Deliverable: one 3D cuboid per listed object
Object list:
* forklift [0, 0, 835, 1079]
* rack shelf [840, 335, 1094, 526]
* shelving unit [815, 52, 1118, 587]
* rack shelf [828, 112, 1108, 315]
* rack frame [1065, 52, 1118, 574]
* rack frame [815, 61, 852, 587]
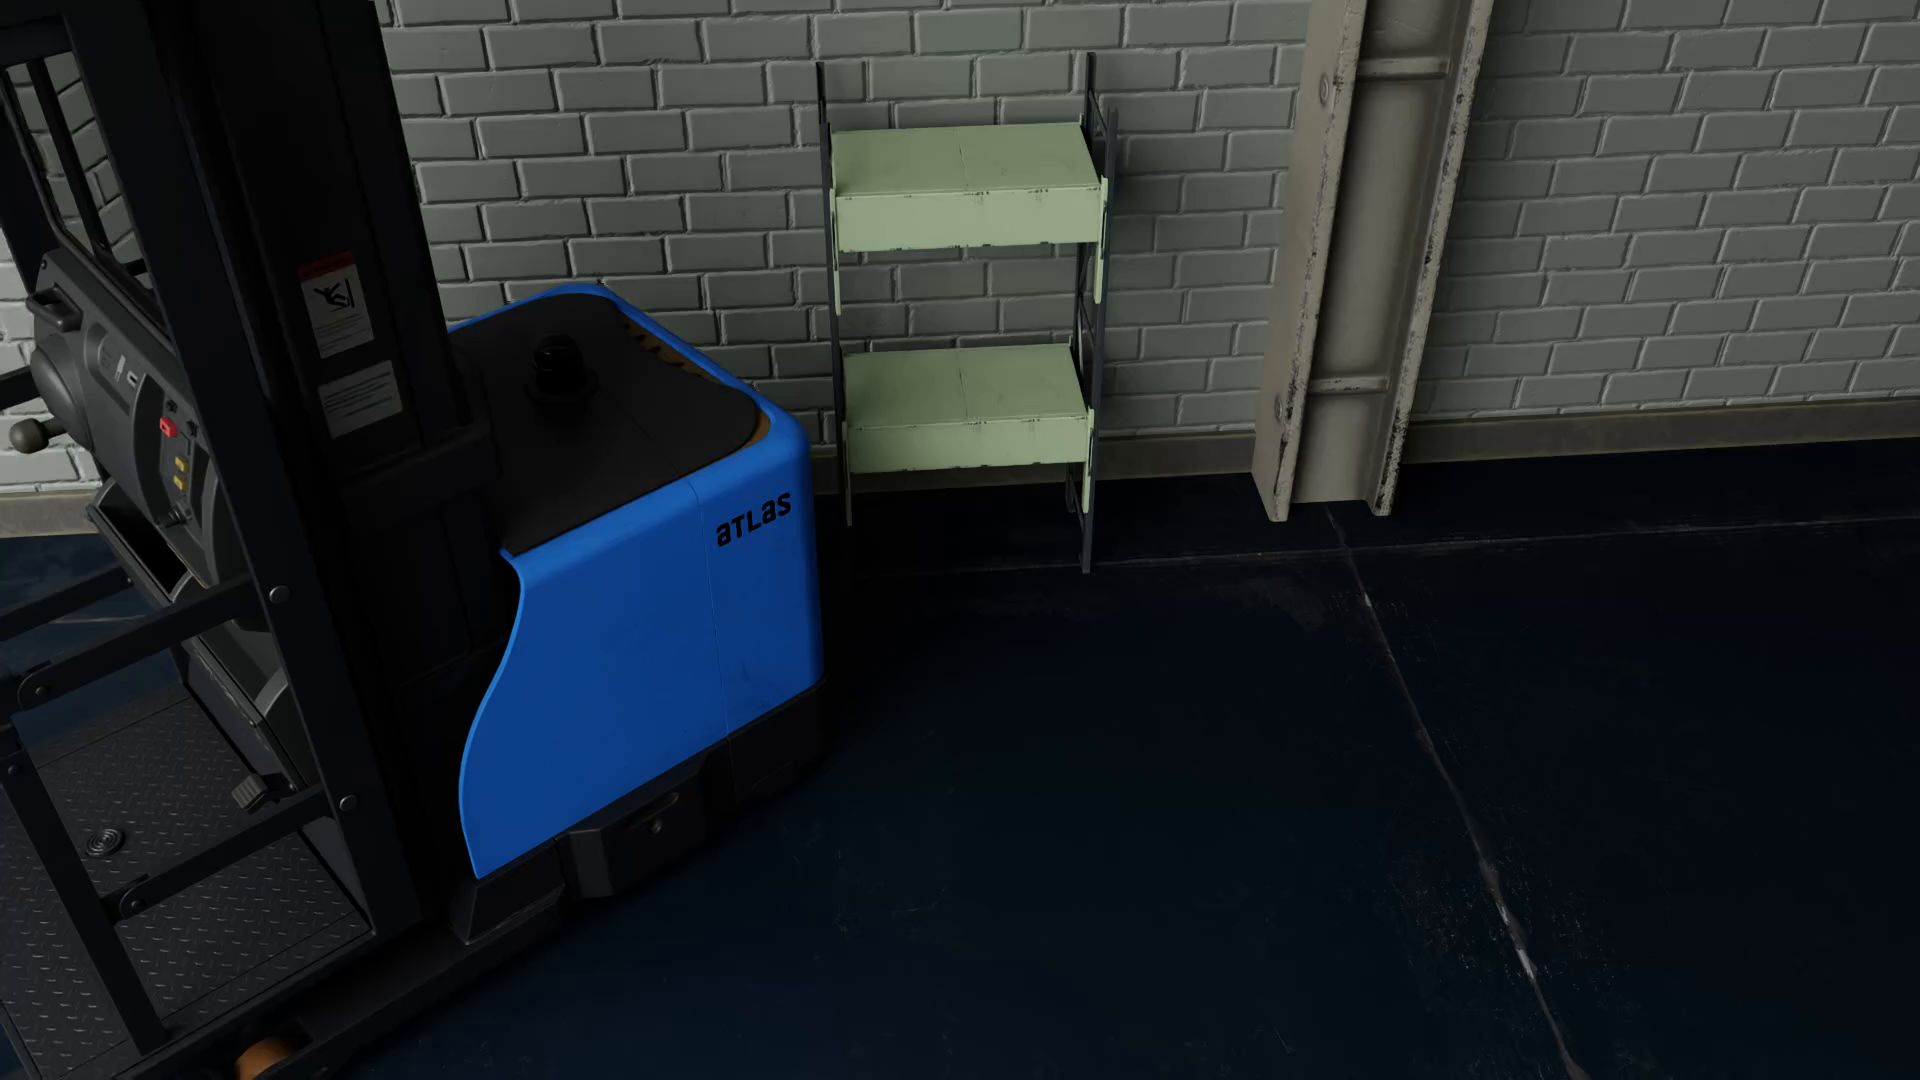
[{"bbox_3d":[-1.771,-0.184,3.117,3.031,2.935,1.130,-29,47,-32],"label":"forklift"},{"bbox_3d":[0.007,-0.333,4.988,0.720,0.370,0.431,-3,38,-4],"label":"rack shelf"},{"bbox_3d":[0.007,-0.589,4.786,0.755,1.500,0.431,-3,38,-4],"label":"shelving unit"},{"bbox_3d":[0.007,-0.896,4.544,0.720,0.370,0.431,-3,38,-4],"label":"rack shelf"},{"bbox_3d":[0.371,-0.609,4.811,0.023,1.500,0.400,-3,38,-4],"label":"rack frame"},{"bbox_3d":[-0.358,-0.569,4.760,0.023,1.500,0.400,-3,38,-4],"label":"rack frame"}]
